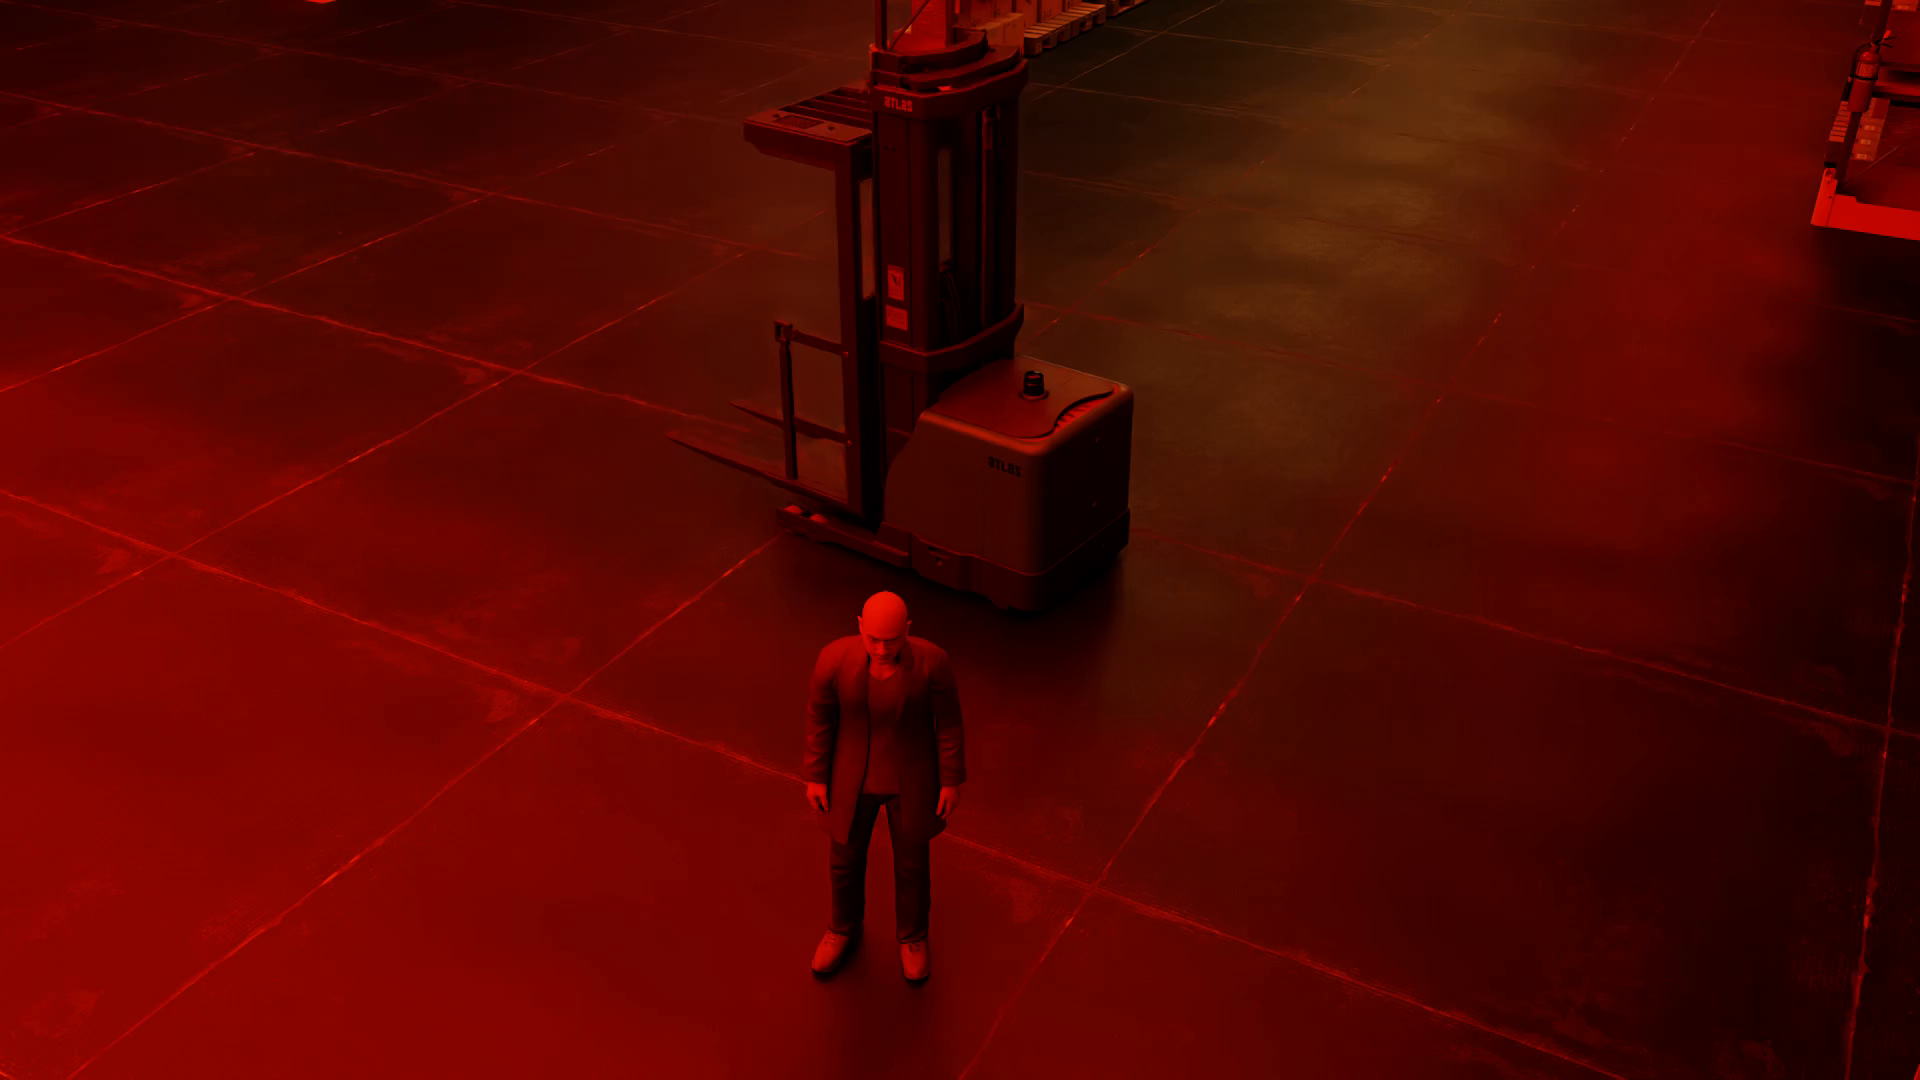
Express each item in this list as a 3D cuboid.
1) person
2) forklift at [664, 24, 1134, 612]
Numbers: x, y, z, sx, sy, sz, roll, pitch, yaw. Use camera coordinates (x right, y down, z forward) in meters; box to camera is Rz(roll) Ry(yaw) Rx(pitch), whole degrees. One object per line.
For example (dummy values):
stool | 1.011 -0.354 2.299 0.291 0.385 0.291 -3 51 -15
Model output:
person | -0.299 0.953 6.578 0.652 1.773 0.434 2 30 3
forklift | -0.496 -1.448 9.579 3.031 2.935 1.130 20 36 31
